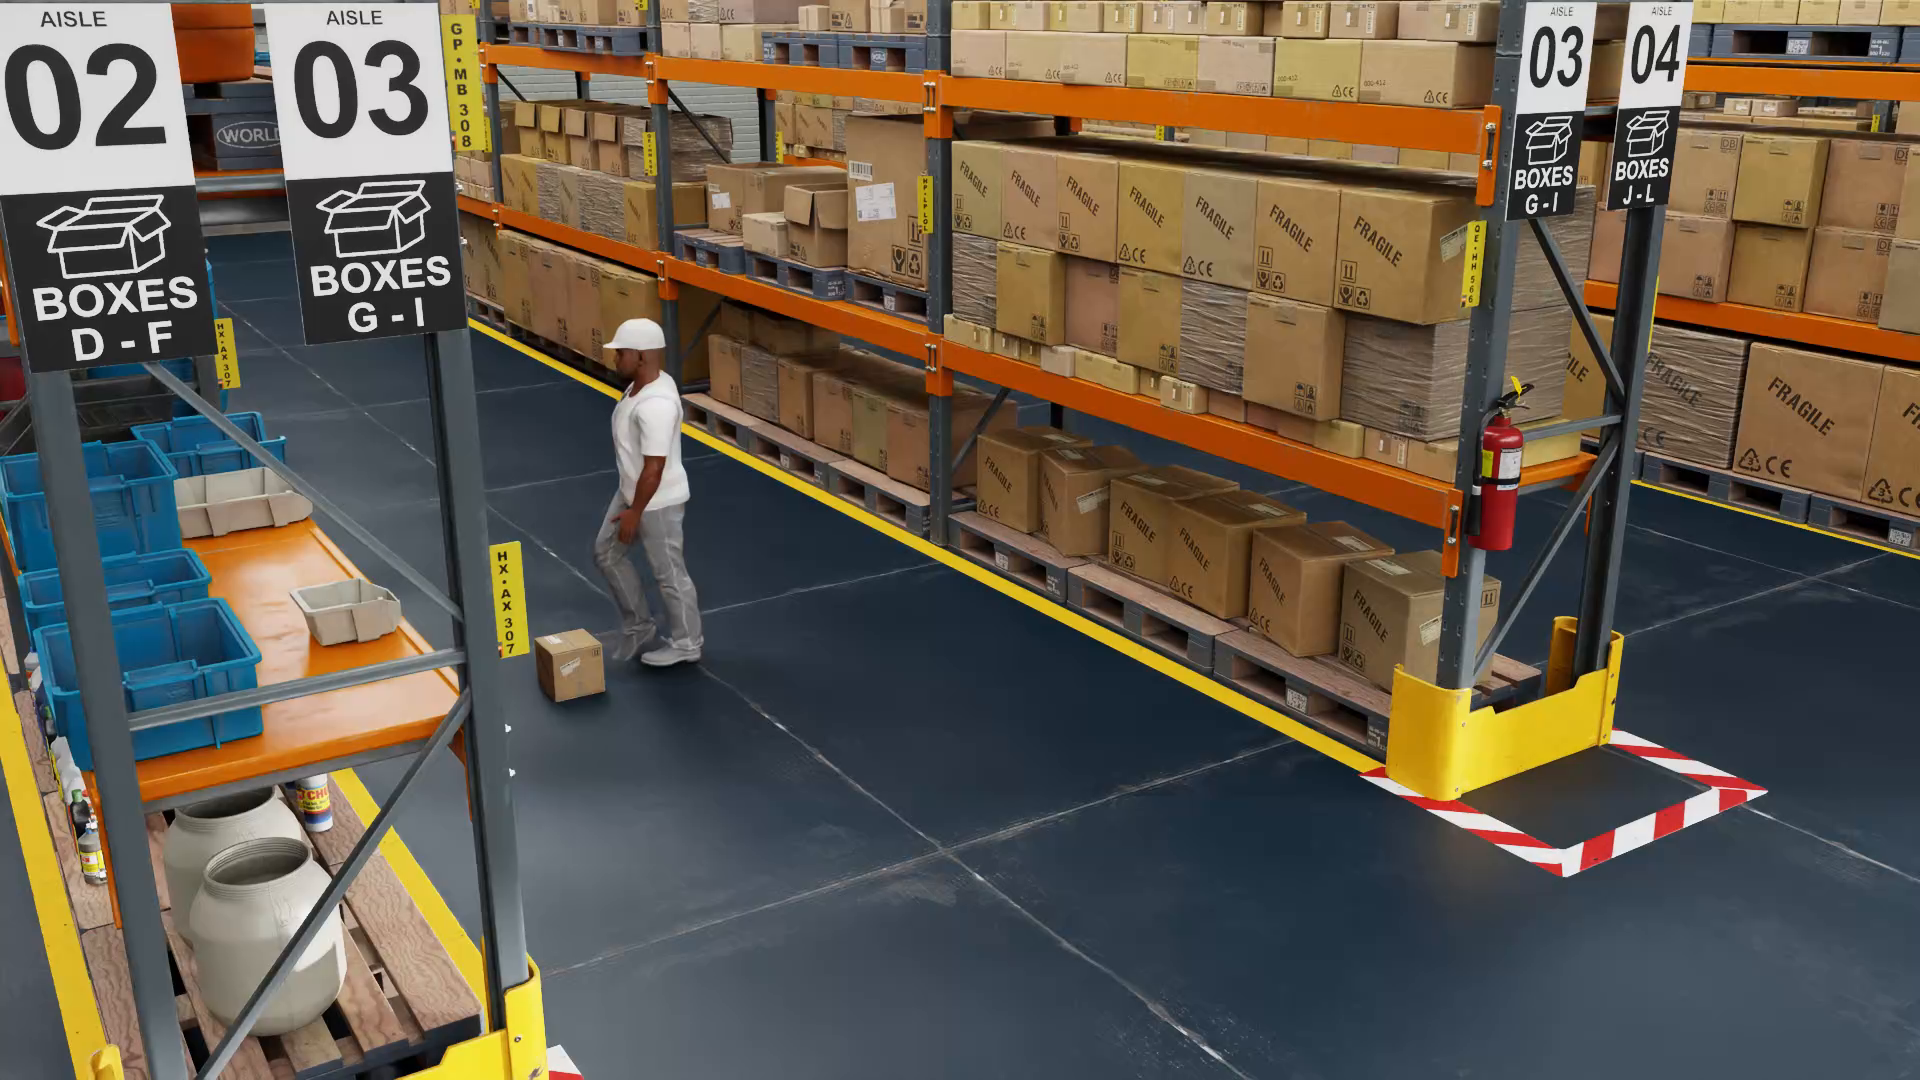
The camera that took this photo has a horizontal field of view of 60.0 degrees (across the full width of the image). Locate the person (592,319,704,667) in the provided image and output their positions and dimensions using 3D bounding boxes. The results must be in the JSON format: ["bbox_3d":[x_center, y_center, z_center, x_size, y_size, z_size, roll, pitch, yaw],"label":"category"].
[{"bbox_3d":[-1.527,-0.173,8.096,0.511,1.824,0.628,-7,19,-20],"label":"person"}]
